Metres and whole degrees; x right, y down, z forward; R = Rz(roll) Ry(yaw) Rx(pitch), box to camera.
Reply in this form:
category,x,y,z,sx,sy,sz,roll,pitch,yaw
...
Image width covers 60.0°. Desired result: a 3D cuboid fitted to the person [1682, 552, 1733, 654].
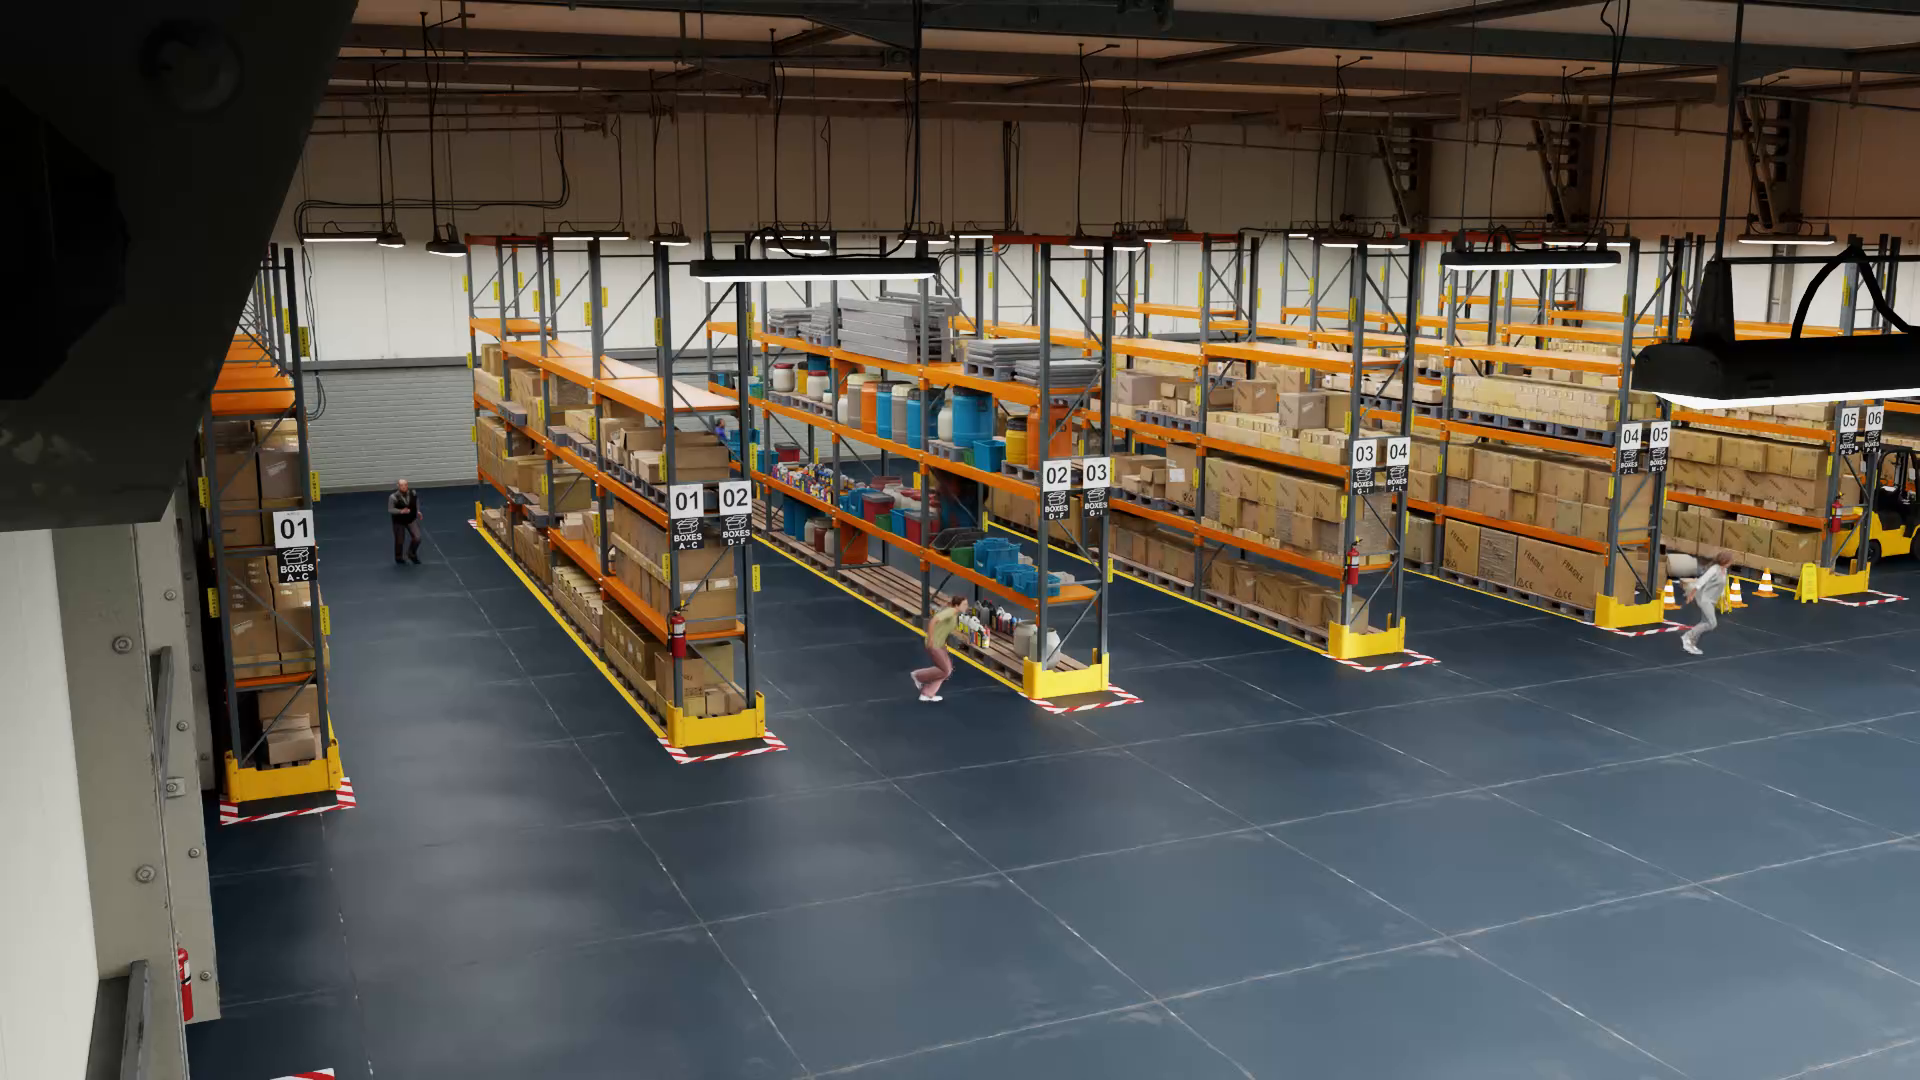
category,x,y,z,sx,sy,sz,roll,pitch,yaw
person,10.953,0.979,24.382,0.548,1.426,0.556,10,15,41

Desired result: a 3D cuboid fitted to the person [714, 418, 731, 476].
category,x,y,z,sx,sy,sz,roll,pitch,yaw
person,-5.696,-2.007,39.249,0.761,1.709,0.588,-1,11,-4

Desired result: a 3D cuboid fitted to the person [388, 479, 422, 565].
category,x,y,z,sx,sy,sz,roll,pitch,yaw
person,-10.179,-0.331,30.515,0.661,1.636,0.935,-8,13,-35

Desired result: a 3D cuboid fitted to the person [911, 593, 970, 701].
category,x,y,z,sx,sy,sz,roll,pitch,yaw
person,-0.274,1.414,21.861,0.777,1.480,0.600,3,11,14
